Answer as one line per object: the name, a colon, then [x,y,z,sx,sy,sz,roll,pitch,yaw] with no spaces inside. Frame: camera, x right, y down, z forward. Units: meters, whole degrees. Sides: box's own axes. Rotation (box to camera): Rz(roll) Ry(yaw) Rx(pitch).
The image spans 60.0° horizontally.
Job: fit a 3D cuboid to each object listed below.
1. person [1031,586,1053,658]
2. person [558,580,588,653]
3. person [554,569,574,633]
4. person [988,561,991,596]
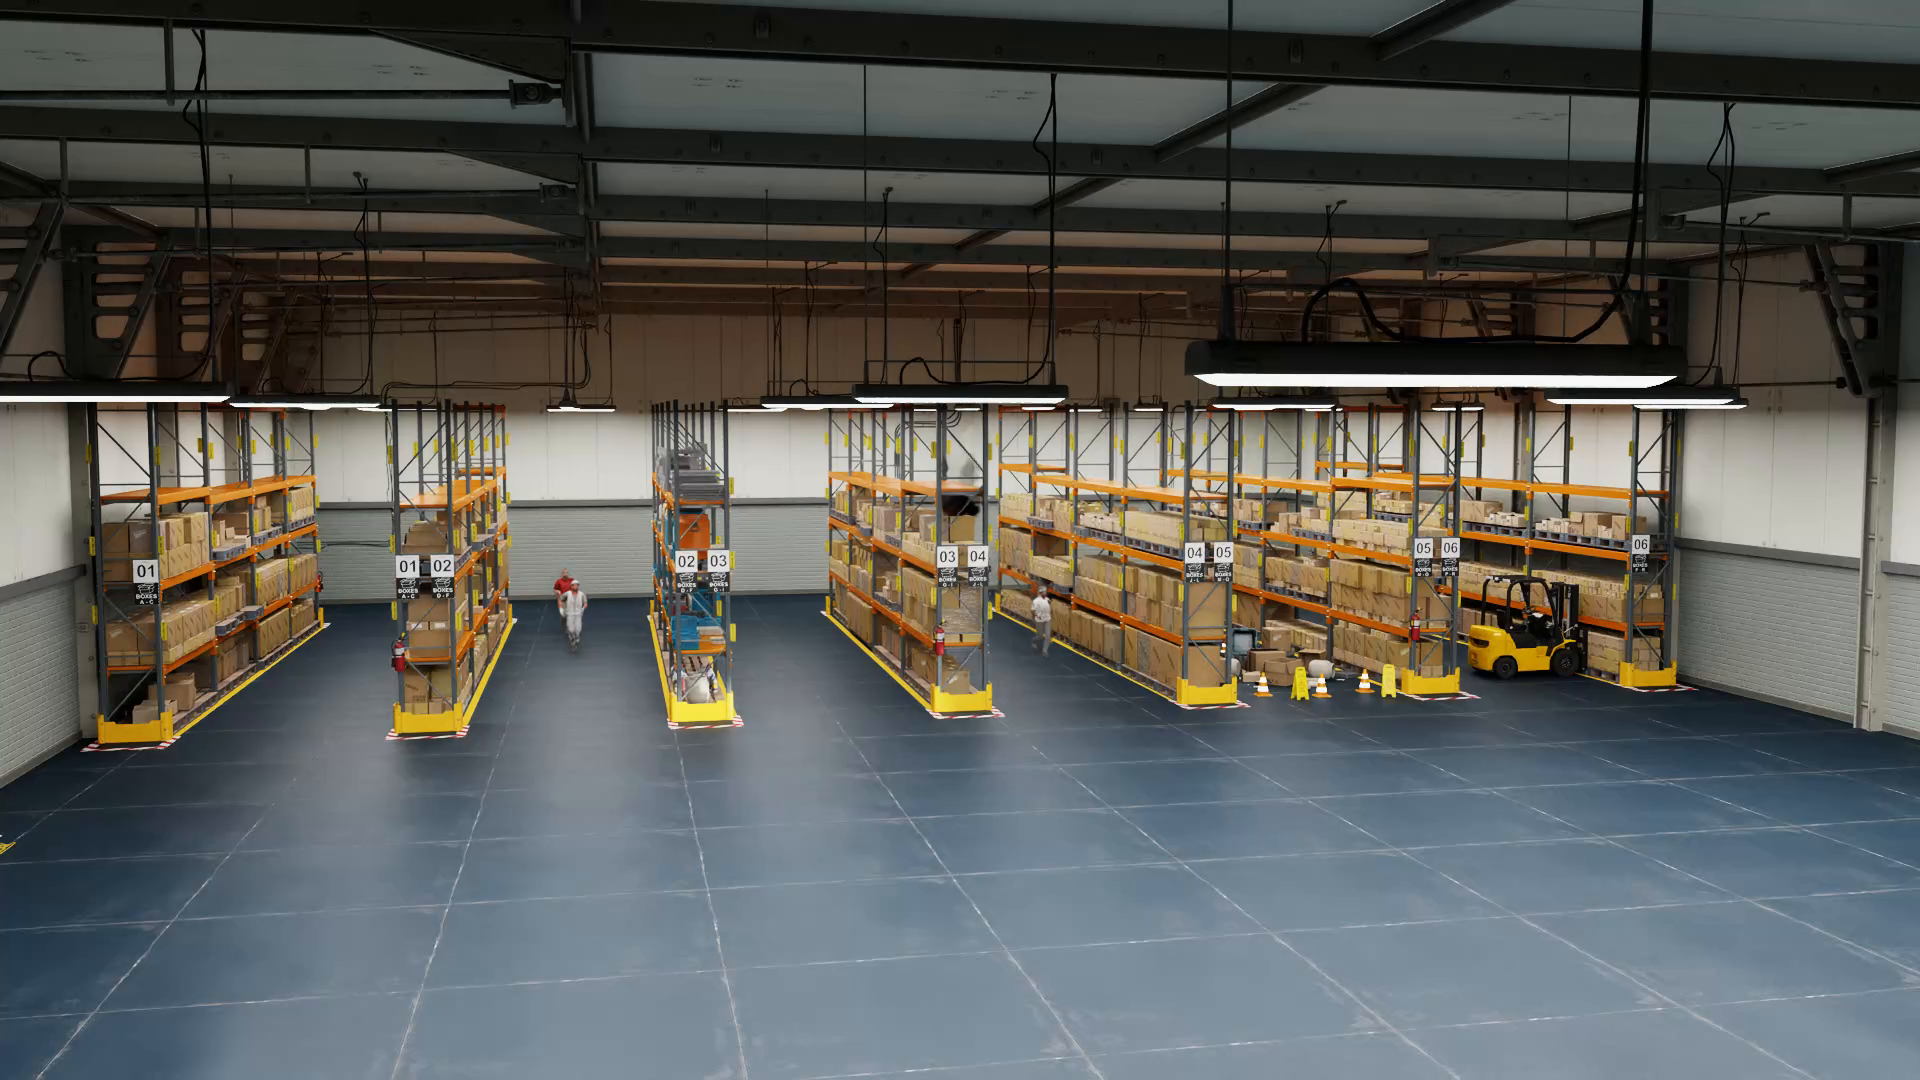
person: [1.957,1.923,39.487,0.579,1.682,0.764,-2,5,-23]
person: [-9.269,1.835,39.942,0.673,1.748,0.656,-2,5,-22]
person: [-10.243,1.607,43.368,0.650,1.688,0.602,-2,5,-24]
person: [0.697,1.132,49.801,0.735,1.676,0.757,-2,5,-26]
